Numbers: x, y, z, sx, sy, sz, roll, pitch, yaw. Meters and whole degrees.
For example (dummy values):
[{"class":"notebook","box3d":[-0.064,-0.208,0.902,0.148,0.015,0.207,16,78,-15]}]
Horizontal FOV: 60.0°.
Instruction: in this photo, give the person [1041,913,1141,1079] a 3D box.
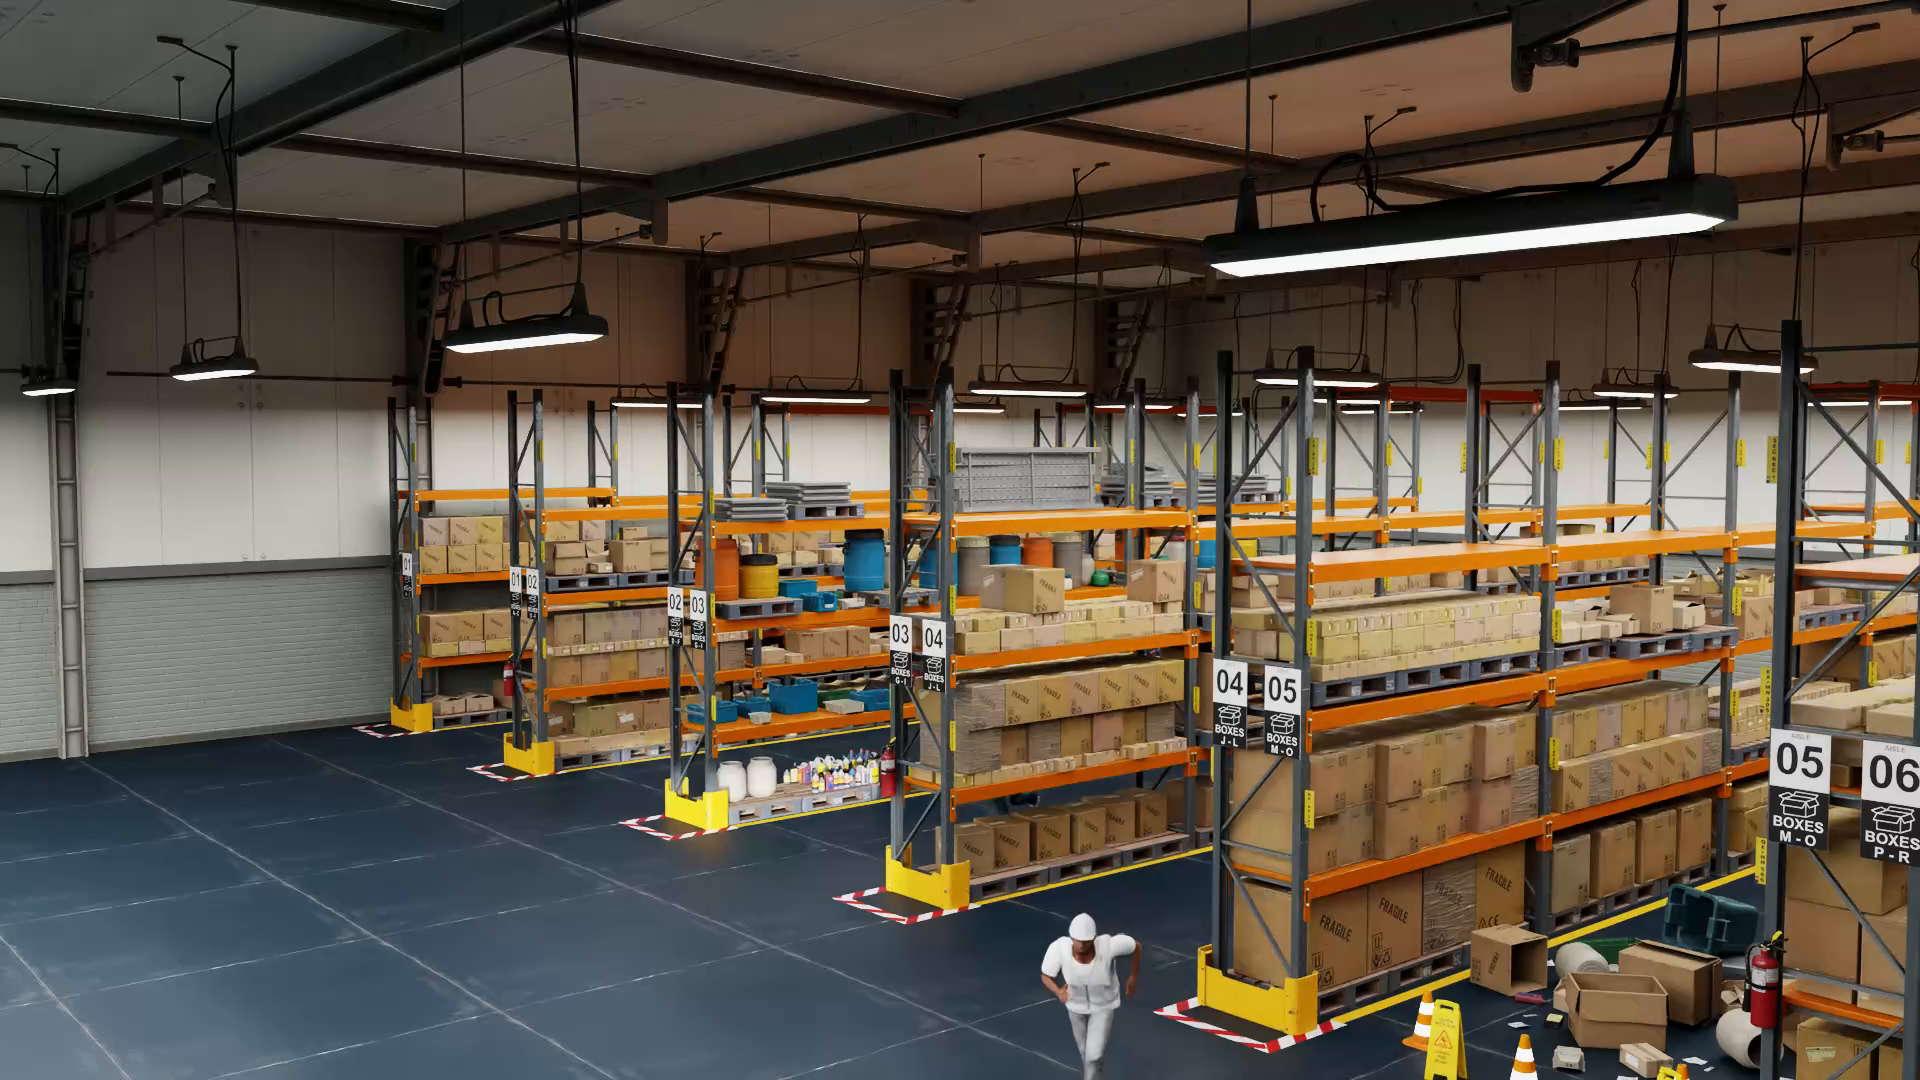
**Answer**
[{"class":"person","box3d":[1.010,3.616,12.716,0.745,1.713,1.029,1,3,13]}]

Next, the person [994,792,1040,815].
[{"class":"person","box3d":[0.725,3.170,22.061,0.786,1.477,0.551,-3,4,-37]}]

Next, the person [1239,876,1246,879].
[{"class":"person","box3d":[3.247,3.339,17.259,0.825,1.721,0.680,-2,4,-31]}]
